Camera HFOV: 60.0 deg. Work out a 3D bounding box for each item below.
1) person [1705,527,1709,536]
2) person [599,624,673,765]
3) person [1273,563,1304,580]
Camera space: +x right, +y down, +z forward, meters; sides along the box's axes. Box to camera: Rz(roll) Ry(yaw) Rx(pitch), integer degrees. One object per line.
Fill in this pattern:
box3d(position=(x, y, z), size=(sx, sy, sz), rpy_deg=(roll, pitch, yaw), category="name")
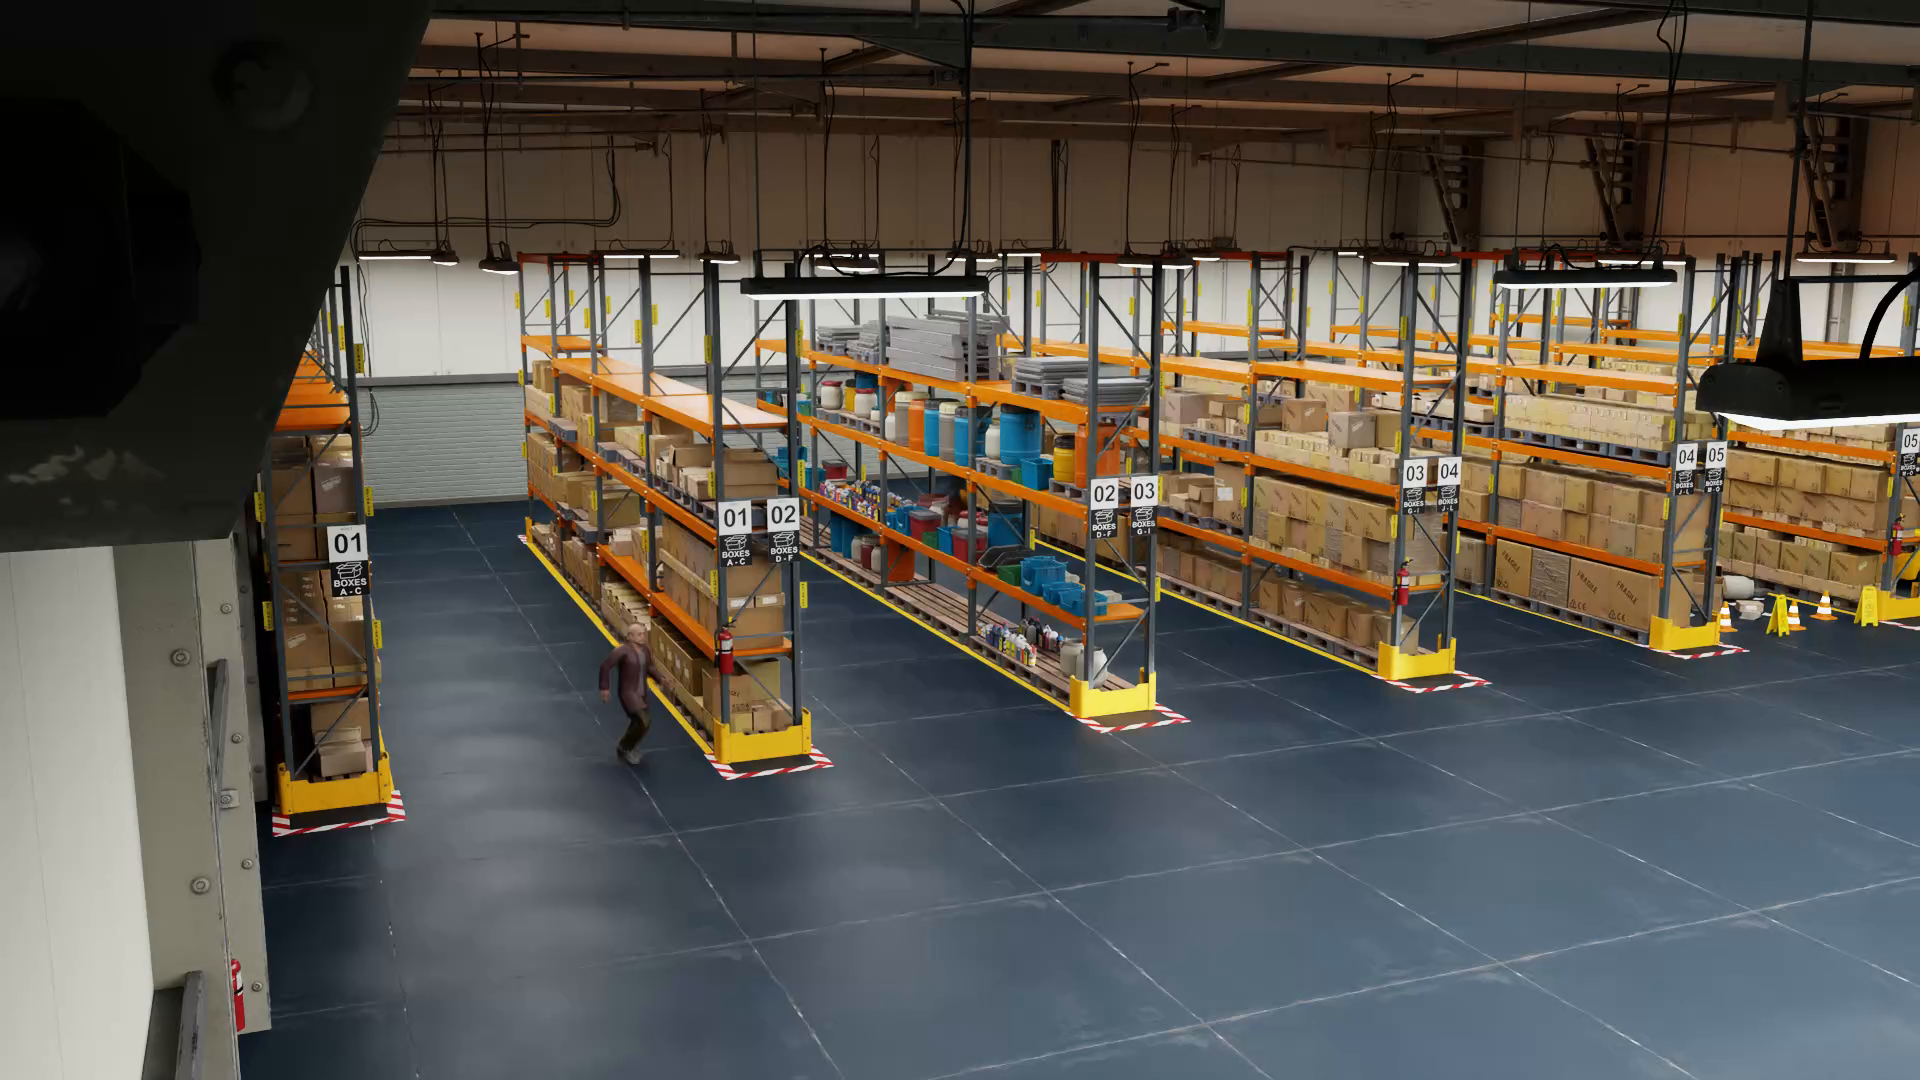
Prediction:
box3d(position=(15.259, -0.606, 33.728), size=(0.593, 1.655, 0.587), rpy_deg=(-7, 12, -33), category="person")
box3d(position=(-3.895, 1.866, 20.034), size=(0.756, 1.727, 0.701), rpy_deg=(5, 12, 27), category="person")
box3d(position=(6.187, -0.112, 31.145), size=(0.537, 1.611, 0.809), rpy_deg=(-5, 12, -27), category="person")
